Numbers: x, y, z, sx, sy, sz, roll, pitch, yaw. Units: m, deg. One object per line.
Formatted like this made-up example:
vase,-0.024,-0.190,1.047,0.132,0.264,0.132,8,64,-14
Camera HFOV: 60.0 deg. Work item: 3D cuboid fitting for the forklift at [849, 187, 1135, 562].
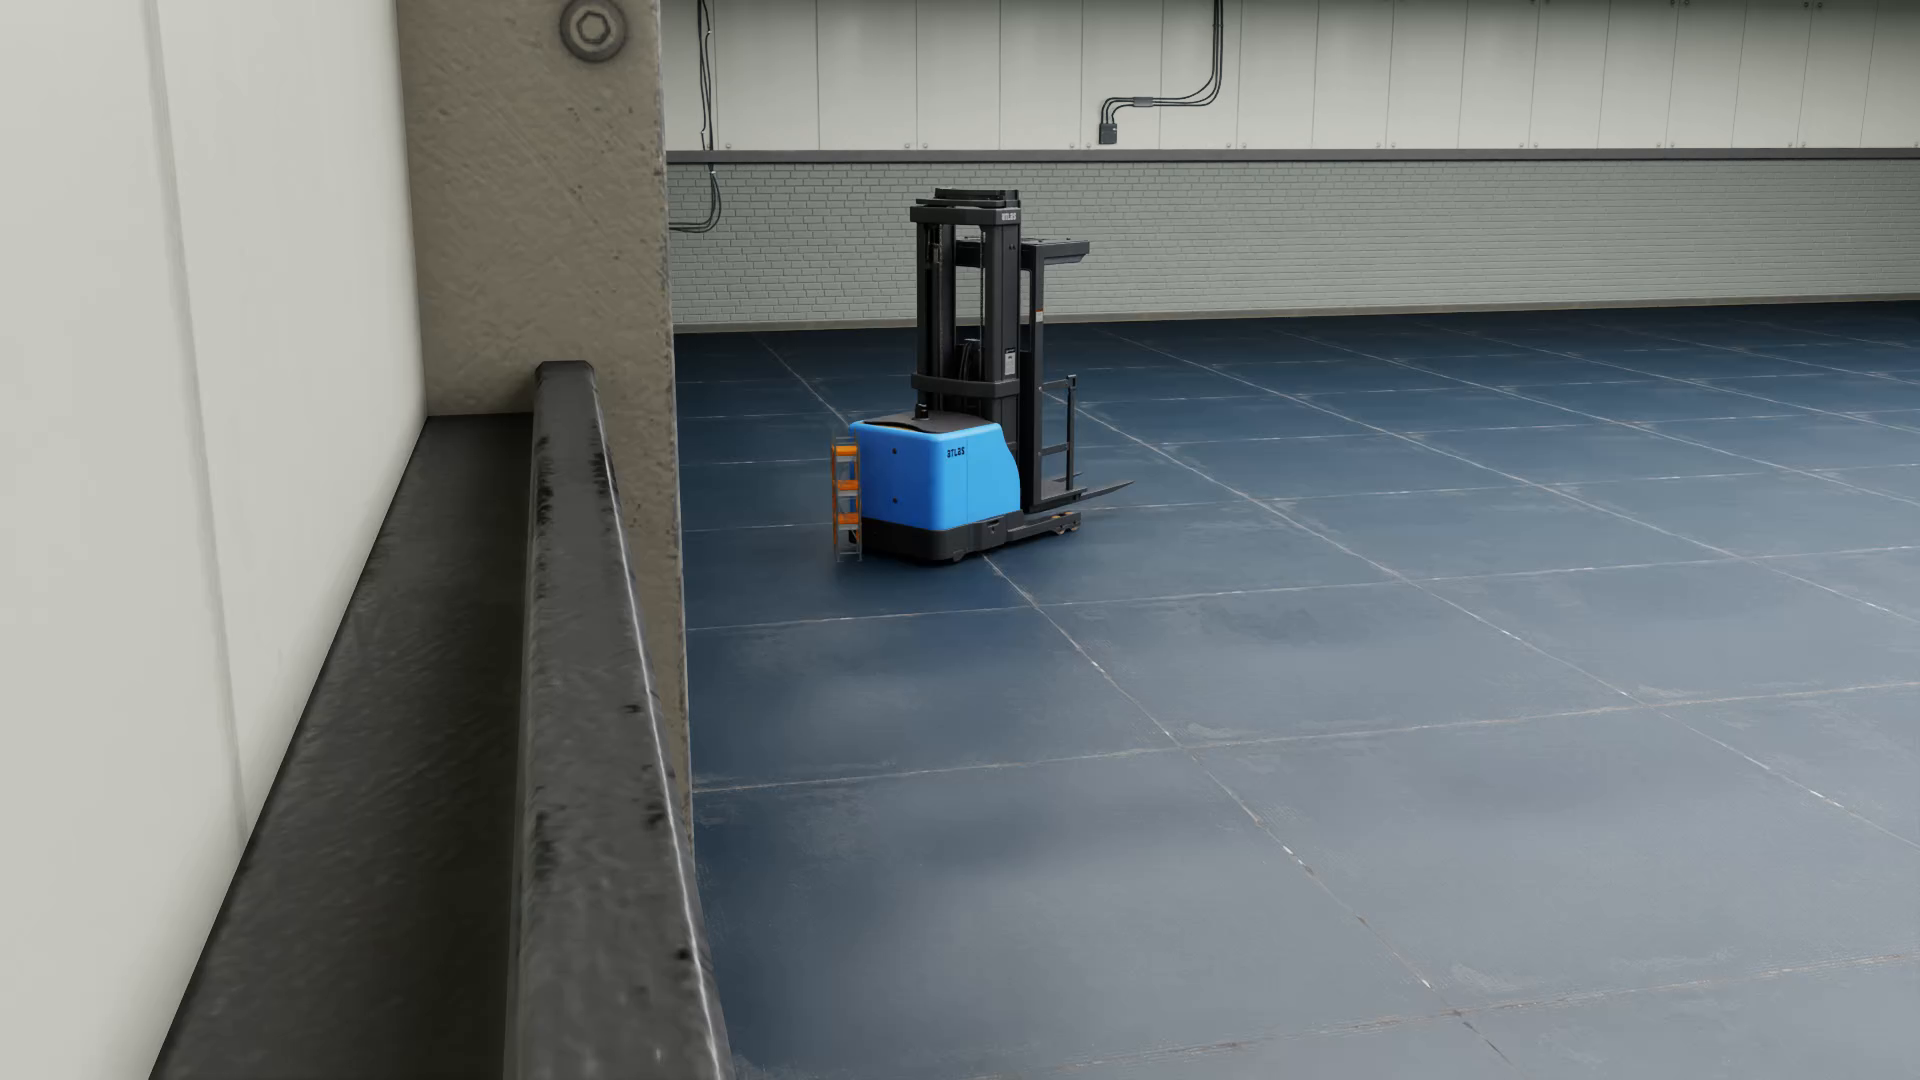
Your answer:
forklift,0.406,-1.538,14.324,1.130,2.935,3.031,11,18,39

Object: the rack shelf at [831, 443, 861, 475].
rack shelf,-0.921,-0.628,13.411,0.215,0.259,0.240,-3,14,-9

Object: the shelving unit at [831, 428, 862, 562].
shelving unit,-0.920,-0.363,13.476,0.215,1.050,0.252,-3,14,-9

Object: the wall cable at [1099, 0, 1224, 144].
wall cable,3.635,-10.093,29.391,2.305,6.003,0.169,-3,14,-13

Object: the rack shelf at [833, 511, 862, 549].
rack shelf,-0.918,-0.083,13.545,0.215,0.259,0.240,-3,14,-9

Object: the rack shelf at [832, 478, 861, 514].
rack shelf,-0.920,-0.353,13.478,0.215,0.259,0.240,-3,14,-9

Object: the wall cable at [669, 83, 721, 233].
wall cable,-5.597,-6.407,28.013,3.097,2.526,0.112,-3,14,-13

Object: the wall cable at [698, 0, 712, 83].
wall cable,-2.967,-9.012,28.030,3.097,2.526,0.112,-3,14,-13

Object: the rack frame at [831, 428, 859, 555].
rack frame,-0.939,-0.392,13.593,0.200,1.050,0.008,-3,14,-9

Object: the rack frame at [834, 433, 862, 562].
rack frame,-0.900,-0.335,13.359,0.200,1.050,0.008,-3,14,-9
